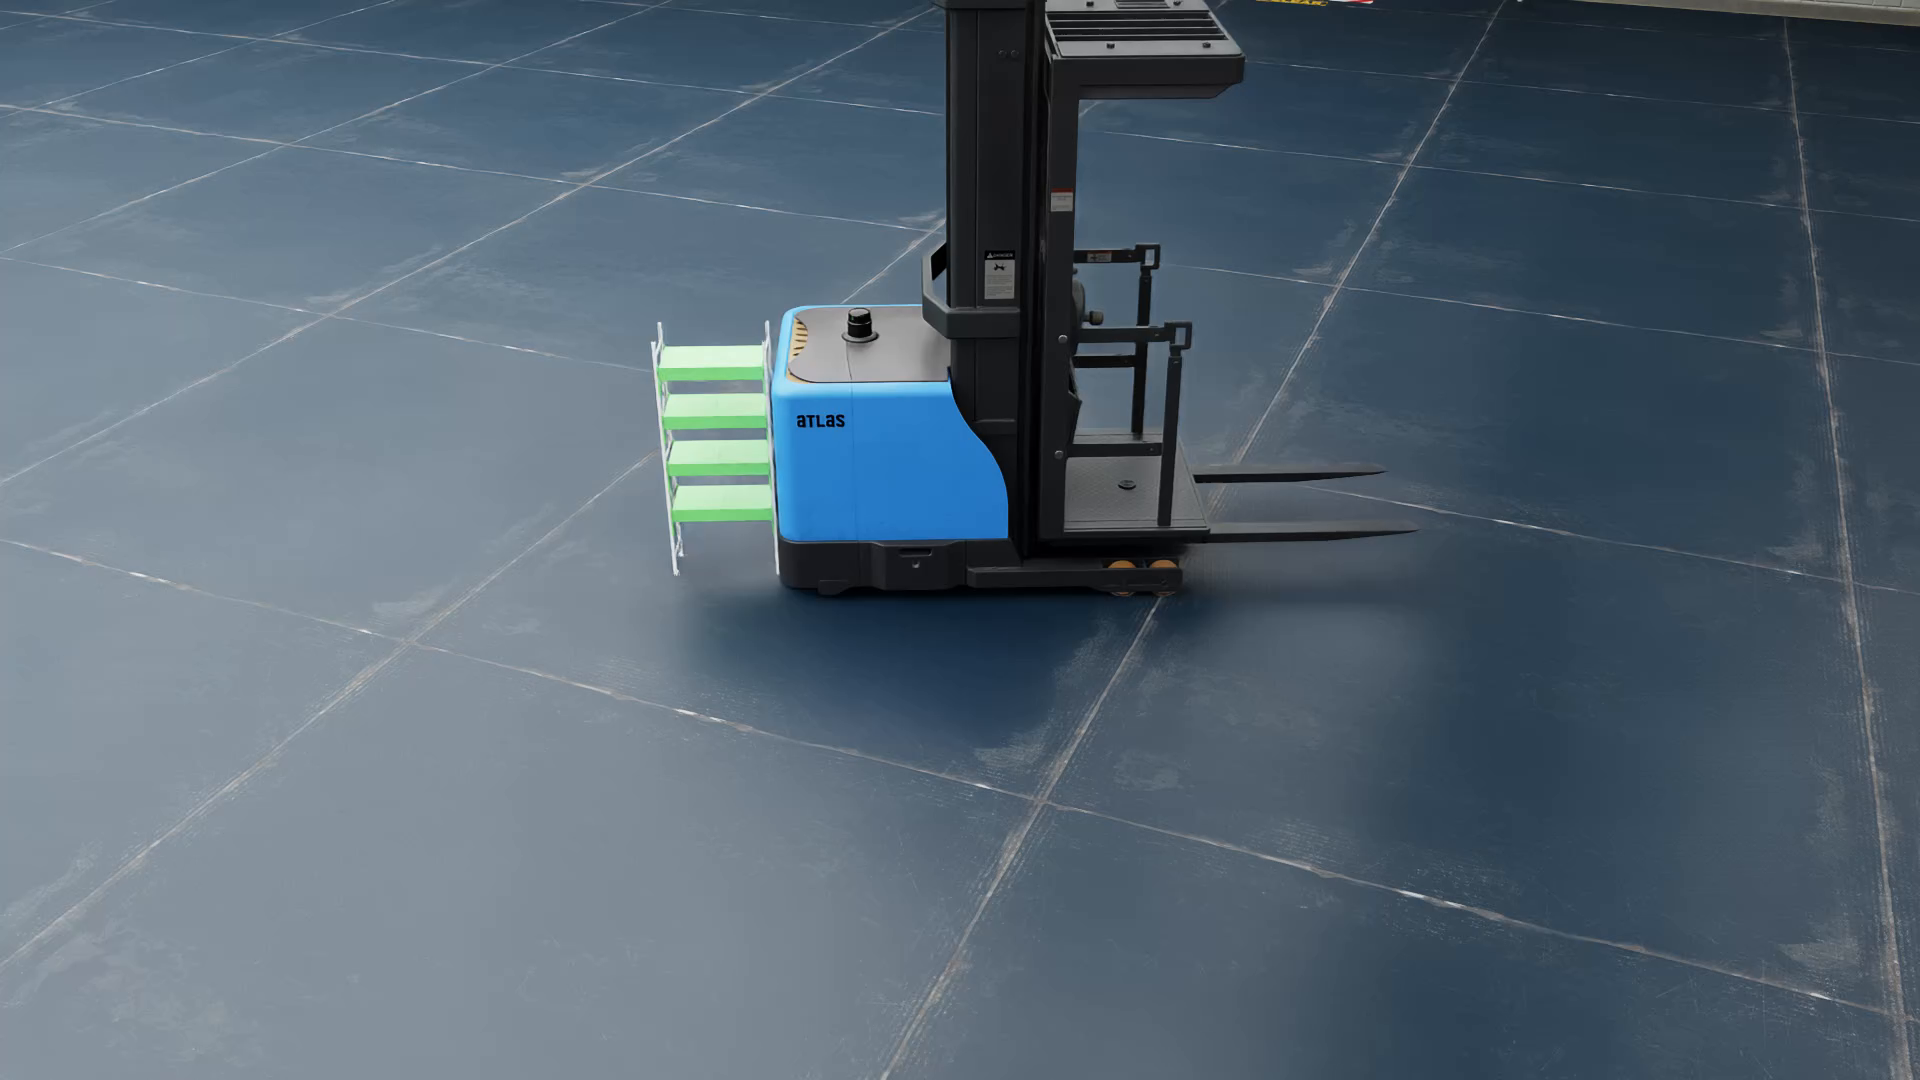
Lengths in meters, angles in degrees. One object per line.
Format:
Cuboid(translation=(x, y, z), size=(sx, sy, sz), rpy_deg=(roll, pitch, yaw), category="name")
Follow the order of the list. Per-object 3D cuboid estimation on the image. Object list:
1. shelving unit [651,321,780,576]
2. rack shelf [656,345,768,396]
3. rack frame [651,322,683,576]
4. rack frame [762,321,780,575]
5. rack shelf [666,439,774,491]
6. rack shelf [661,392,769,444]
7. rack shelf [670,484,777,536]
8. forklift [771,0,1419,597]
Cuboid(translation=(-1.118, -0.412, 7.760), size=(0.503, 1.200, 0.258), rpy_deg=(-1, 29, -2), category="shelving unit")
Cuboid(translation=(-1.118, -0.774, 7.555), size=(0.480, 0.148, 0.258), rpy_deg=(-1, 29, -2), category="rack shelf")
Cuboid(translation=(-1.362, -0.408, 7.753), size=(0.015, 1.200, 0.240), rpy_deg=(-1, 29, -2), category="rack frame")
Cuboid(translation=(-0.874, -0.416, 7.767), size=(0.015, 1.200, 0.240), rpy_deg=(-1, 29, -2), category="rack frame")
Cuboid(translation=(-1.118, -0.357, 7.791), size=(0.480, 0.148, 0.258), rpy_deg=(-1, 29, -2), category="rack shelf")
Cuboid(translation=(-1.118, -0.565, 7.673), size=(0.480, 0.148, 0.258), rpy_deg=(-1, 29, -2), category="rack shelf")
Cuboid(translation=(-1.118, -0.148, 7.909), size=(0.480, 0.148, 0.258), rpy_deg=(-1, 29, -2), category="rack shelf")
Cuboid(translation=(0.656, -1.271, 7.520), size=(3.031, 2.935, 1.130), rpy_deg=(-1, 29, -2), category="forklift")
